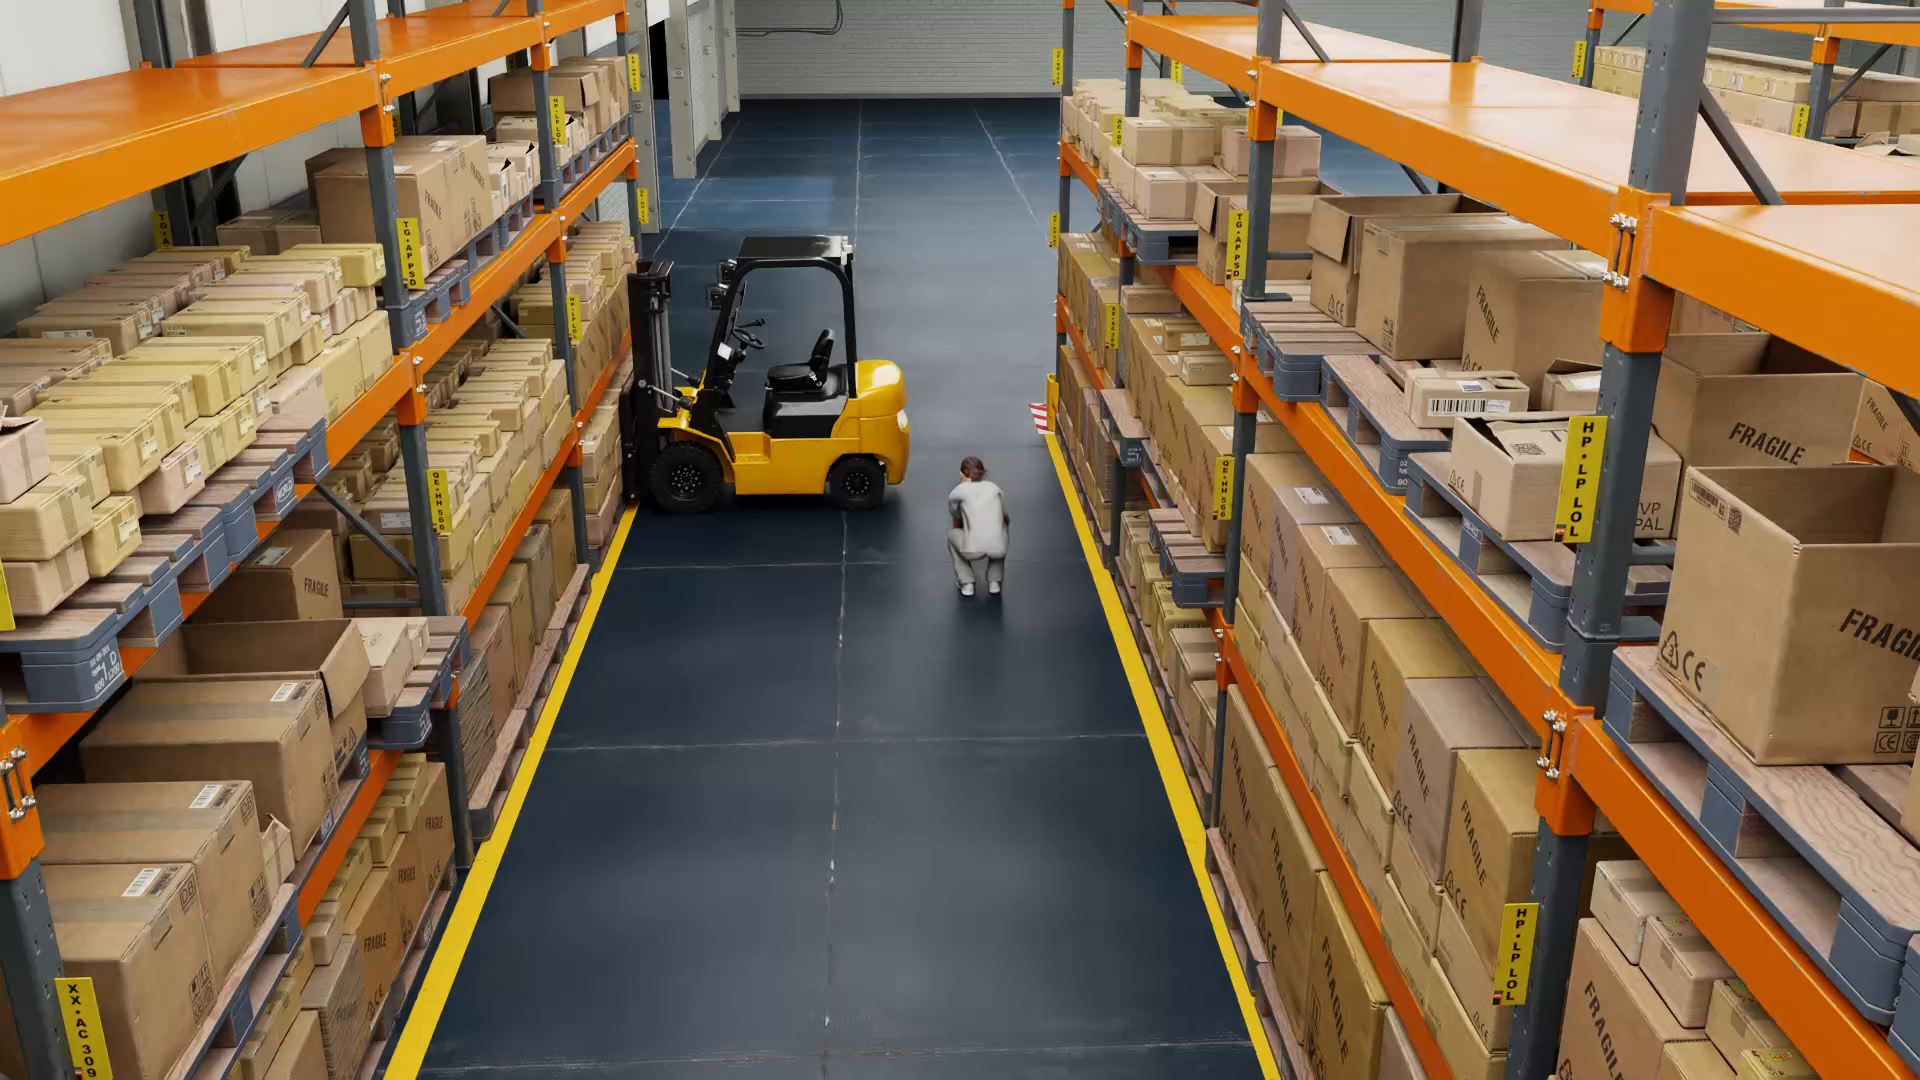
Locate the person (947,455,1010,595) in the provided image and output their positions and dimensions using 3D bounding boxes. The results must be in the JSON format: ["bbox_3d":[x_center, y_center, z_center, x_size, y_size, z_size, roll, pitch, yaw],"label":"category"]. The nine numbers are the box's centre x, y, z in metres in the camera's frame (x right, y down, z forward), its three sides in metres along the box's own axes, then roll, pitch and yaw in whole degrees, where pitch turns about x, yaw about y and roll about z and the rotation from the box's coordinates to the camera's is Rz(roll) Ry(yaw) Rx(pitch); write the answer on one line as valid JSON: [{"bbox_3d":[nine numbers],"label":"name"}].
[{"bbox_3d":[0.149,-0.115,12.440,0.482,0.950,0.782,-1,21,-4],"label":"person"}]
